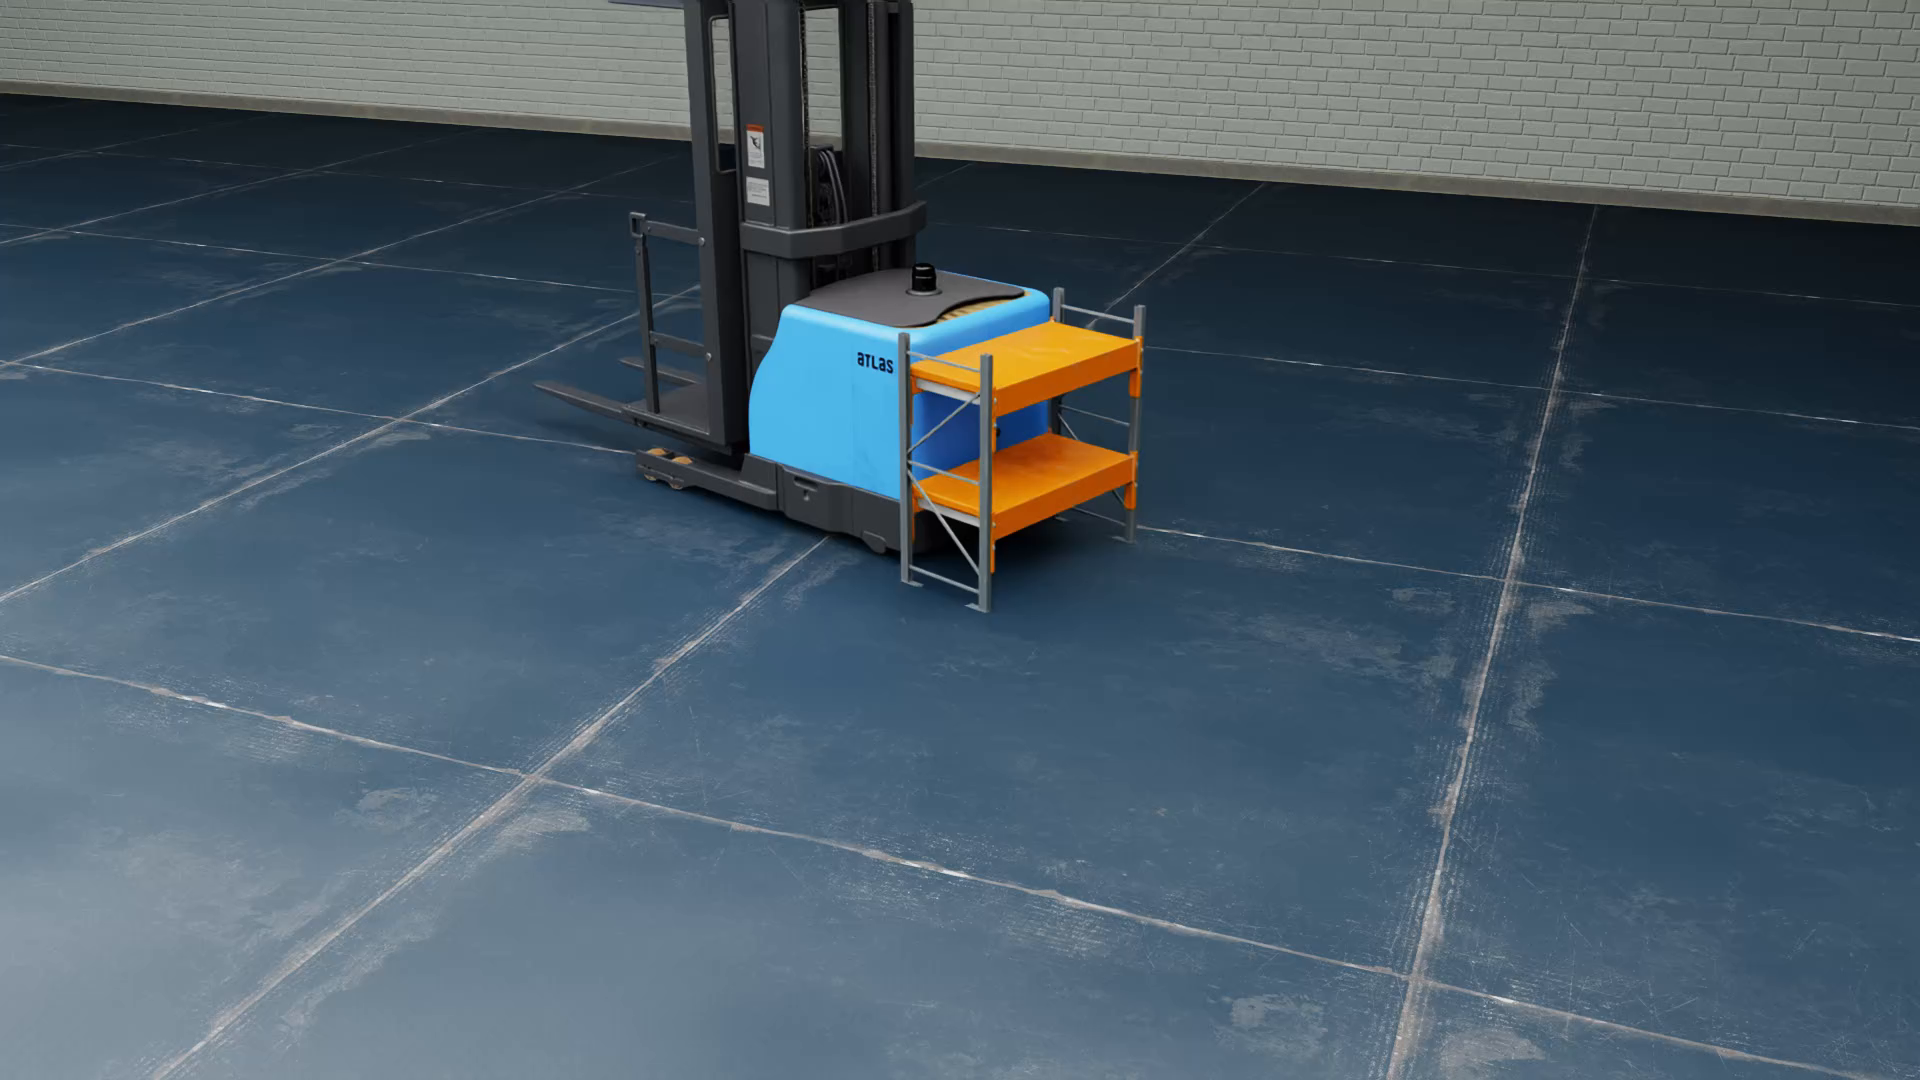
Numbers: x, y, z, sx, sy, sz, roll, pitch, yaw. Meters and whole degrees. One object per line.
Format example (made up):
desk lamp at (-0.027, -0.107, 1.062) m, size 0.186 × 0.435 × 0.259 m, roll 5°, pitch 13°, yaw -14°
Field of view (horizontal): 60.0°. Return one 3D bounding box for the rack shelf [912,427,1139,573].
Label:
rack shelf at (0.279, -0.196, 7.394) m, size 0.538 × 0.278 × 1.000 m, roll 19°, pitch 29°, yaw 38°

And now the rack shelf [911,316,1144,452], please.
rack shelf at (0.279, -0.692, 7.187) m, size 0.538 × 0.278 × 1.000 m, roll 19°, pitch 29°, yaw 38°

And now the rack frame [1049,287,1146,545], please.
rack frame at (0.620, -0.567, 7.647) m, size 0.500 × 1.125 × 0.032 m, roll 19°, pitch 29°, yaw 38°

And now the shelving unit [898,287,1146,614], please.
shelving unit at (0.279, -0.422, 7.300) m, size 0.538 × 1.125 × 1.048 m, roll 19°, pitch 29°, yaw 38°

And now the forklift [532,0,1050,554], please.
forklift at (-1.017, -1.742, 8.117) m, size 3.031 × 2.935 × 1.130 m, roll 18°, pitch 29°, yaw 37°

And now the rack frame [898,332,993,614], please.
rack frame at (-0.063, -0.277, 6.952) m, size 0.500 × 1.125 × 0.032 m, roll 19°, pitch 29°, yaw 38°
